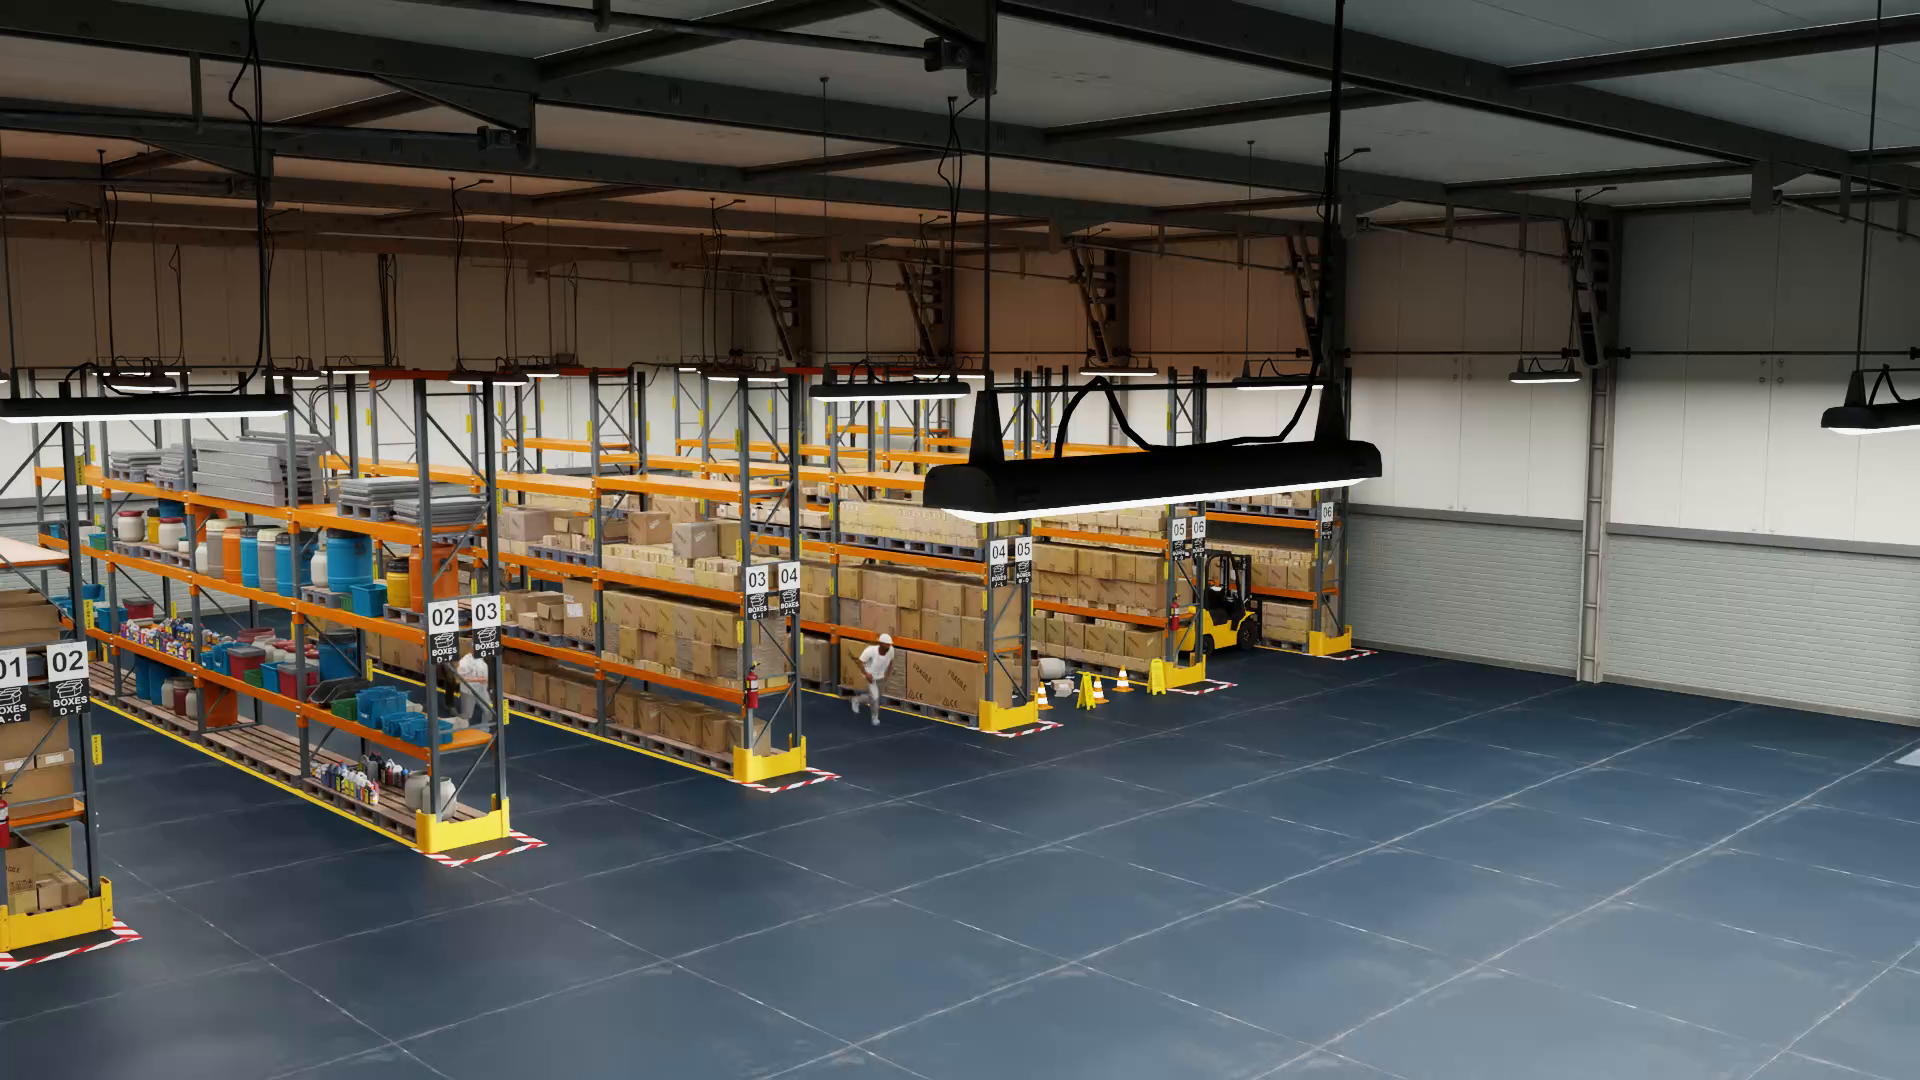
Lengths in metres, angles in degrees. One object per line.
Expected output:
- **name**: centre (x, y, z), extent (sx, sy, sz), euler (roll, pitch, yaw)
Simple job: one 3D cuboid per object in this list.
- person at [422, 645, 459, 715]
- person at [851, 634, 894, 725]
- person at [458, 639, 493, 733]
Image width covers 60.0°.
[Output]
- **person**: centre (-9.173, 2.173, 29.167), extent (0.861, 1.855, 0.668), euler (5, 8, 38)
- **person**: centre (-1.483, 2.348, 28.462), extent (0.707, 1.599, 1.031), euler (-5, 8, -40)
- **person**: centre (-7.802, 2.470, 26.686), extent (0.825, 1.839, 0.604), euler (4, 8, 35)
